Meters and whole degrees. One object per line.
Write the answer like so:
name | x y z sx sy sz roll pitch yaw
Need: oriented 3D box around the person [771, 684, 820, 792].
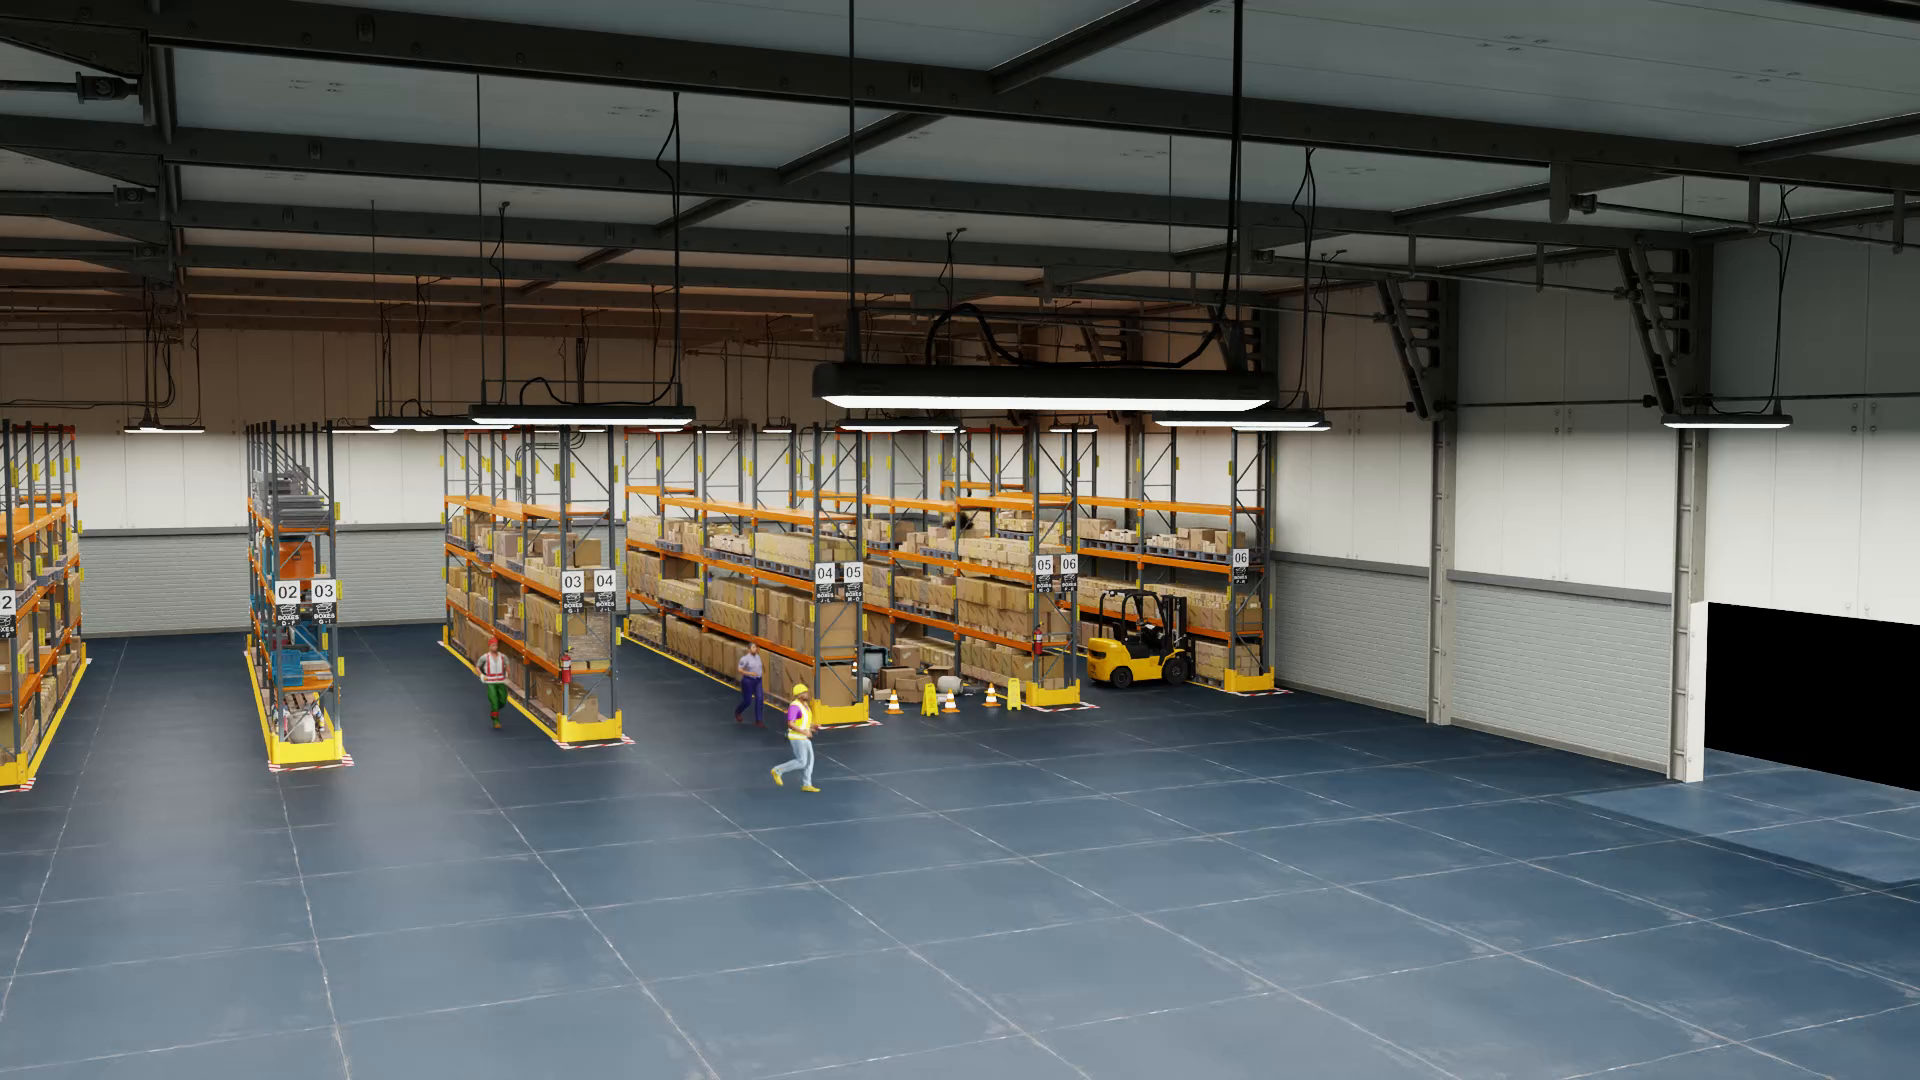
person | -2.621 3.182 26.803 0.741 1.739 0.705 1 4 9

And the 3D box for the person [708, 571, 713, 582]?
person | -7.483 1.786 50.054 0.798 1.701 0.553 -1 4 -19

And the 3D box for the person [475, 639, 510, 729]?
person | -9.156 2.808 32.666 0.663 1.748 0.780 -2 4 -32

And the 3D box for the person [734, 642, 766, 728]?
person | -4.124 2.862 32.865 0.648 1.686 0.856 -3 5 -44
